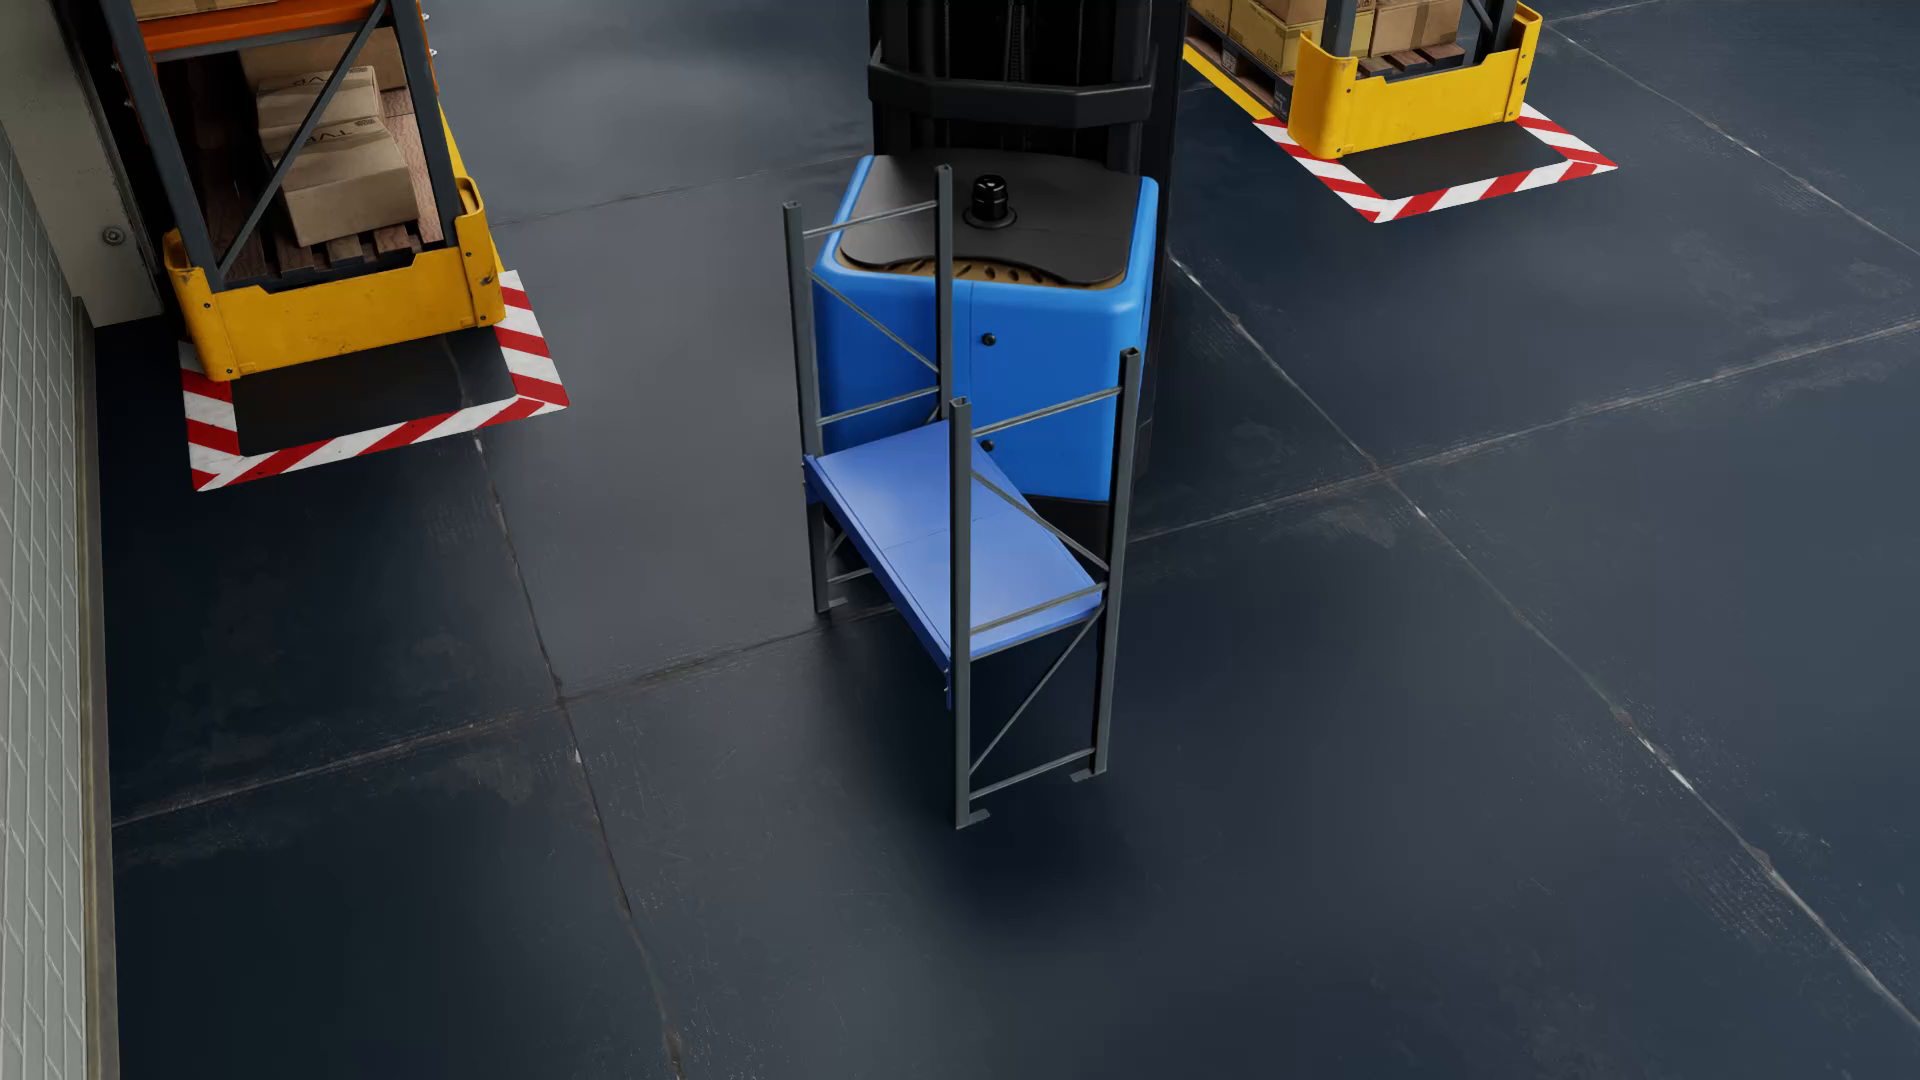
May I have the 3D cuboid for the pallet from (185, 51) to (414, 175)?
[{"bbox_3d":[-3.189,-2.163,8.104,1.003,0.211,1.213,-15,43,-17],"label":"pallet"}]

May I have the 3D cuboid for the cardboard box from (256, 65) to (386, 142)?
[{"bbox_3d":[-2.819,-1.873,7.352,0.500,0.311,0.500,-12,42,-13],"label":"cardboard box"}]

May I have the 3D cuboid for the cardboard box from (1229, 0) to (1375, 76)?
[{"bbox_3d":[1.678,-2.547,8.198,0.500,0.250,0.500,-15,43,-17],"label":"cardboard box"}]

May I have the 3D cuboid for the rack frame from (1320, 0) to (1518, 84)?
[{"bbox_3d":[2.156,-3.181,7.148,1.000,3.000,0.127,-15,43,-17],"label":"rack frame"}]

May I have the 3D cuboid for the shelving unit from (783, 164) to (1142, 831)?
[{"bbox_3d":[-0.023,-0.112,4.730,0.538,1.500,1.048,-18,44,-20],"label":"shelving unit"}]

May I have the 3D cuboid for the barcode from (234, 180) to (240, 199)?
[{"bbox_3d":[-2.977,-1.444,6.846,0.001,0.075,0.075,-15,43,-17],"label":"barcode"}]

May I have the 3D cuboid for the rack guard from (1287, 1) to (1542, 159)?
[{"bbox_3d":[2.165,-2.218,7.946,1.175,0.500,0.348,-15,43,-17],"label":"rack guard"}]

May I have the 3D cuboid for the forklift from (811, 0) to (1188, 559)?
[{"bbox_3d":[0.268,-2.011,5.841,1.130,2.935,3.031,6,41,7],"label":"forklift"}]

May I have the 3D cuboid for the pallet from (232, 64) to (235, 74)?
[{"bbox_3d":[-3.660,-2.899,8.959,1.003,0.211,1.213,-15,43,-17],"label":"pallet"}]

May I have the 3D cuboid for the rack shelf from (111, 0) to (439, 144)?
[{"bbox_3d":[-3.184,-2.875,7.344,1.077,0.370,4.000,-15,43,-17],"label":"rack shelf"}]

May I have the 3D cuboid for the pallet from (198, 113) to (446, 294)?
[{"bbox_3d":[-2.726,-1.429,7.250,1.003,0.211,1.213,-15,43,-17],"label":"pallet"}]

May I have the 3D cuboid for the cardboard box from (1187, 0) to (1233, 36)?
[{"bbox_3d":[1.476,-2.845,8.544,0.500,0.250,0.500,-15,43,-17],"label":"cardboard box"}]

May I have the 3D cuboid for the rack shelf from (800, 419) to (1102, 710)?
[{"bbox_3d":[-0.023,0.024,4.847,0.538,0.185,1.000,-18,44,-20],"label":"rack shelf"}]

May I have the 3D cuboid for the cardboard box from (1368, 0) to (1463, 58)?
[{"bbox_3d":[2.156,-2.676,8.348,0.500,0.250,0.500,-15,43,-17],"label":"cardboard box"}]

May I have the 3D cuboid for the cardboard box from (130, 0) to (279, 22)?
[{"bbox_3d":[-2.777,-2.127,6.022,0.500,0.250,0.500,-15,43,-16],"label":"cardboard box"}]

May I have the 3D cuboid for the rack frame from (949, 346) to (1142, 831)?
[{"bbox_3d":[0.205,0.184,4.386,0.500,1.500,0.032,-18,44,-20],"label":"rack frame"}]

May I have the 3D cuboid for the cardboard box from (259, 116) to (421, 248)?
[{"bbox_3d":[-2.601,-1.529,6.952,0.500,0.311,0.500,-20,45,-22],"label":"cardboard box"}]

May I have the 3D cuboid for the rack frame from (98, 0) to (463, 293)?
[{"bbox_3d":[-2.419,-1.943,5.708,1.000,3.000,0.127,-15,43,-17],"label":"rack frame"}]

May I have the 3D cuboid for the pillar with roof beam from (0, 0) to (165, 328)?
[{"bbox_3d":[0.491,-5.497,5.241,9.100,9.000,0.400,-15,43,-17],"label":"pillar with roof beam"}]

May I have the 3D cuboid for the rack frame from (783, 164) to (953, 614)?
[{"bbox_3d":[-0.252,-0.408,5.074,0.500,1.500,0.032,-18,44,-20],"label":"rack frame"}]

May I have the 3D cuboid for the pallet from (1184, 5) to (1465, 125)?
[{"bbox_3d":[1.825,-2.574,8.581,1.003,0.211,1.213,-15,43,-17],"label":"pallet"}]

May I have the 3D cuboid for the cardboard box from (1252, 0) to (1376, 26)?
[{"bbox_3d":[1.676,-2.830,7.953,0.500,0.500,0.500,-15,43,-17],"label":"cardboard box"}]

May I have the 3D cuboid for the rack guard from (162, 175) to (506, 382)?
[{"bbox_3d":[-2.448,-1.041,6.577,1.175,0.500,0.348,-15,43,-17],"label":"rack guard"}]

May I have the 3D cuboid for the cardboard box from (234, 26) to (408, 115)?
[{"bbox_3d":[-3.053,-2.399,7.819,0.700,0.500,0.500,-18,44,-20],"label":"cardboard box"}]
